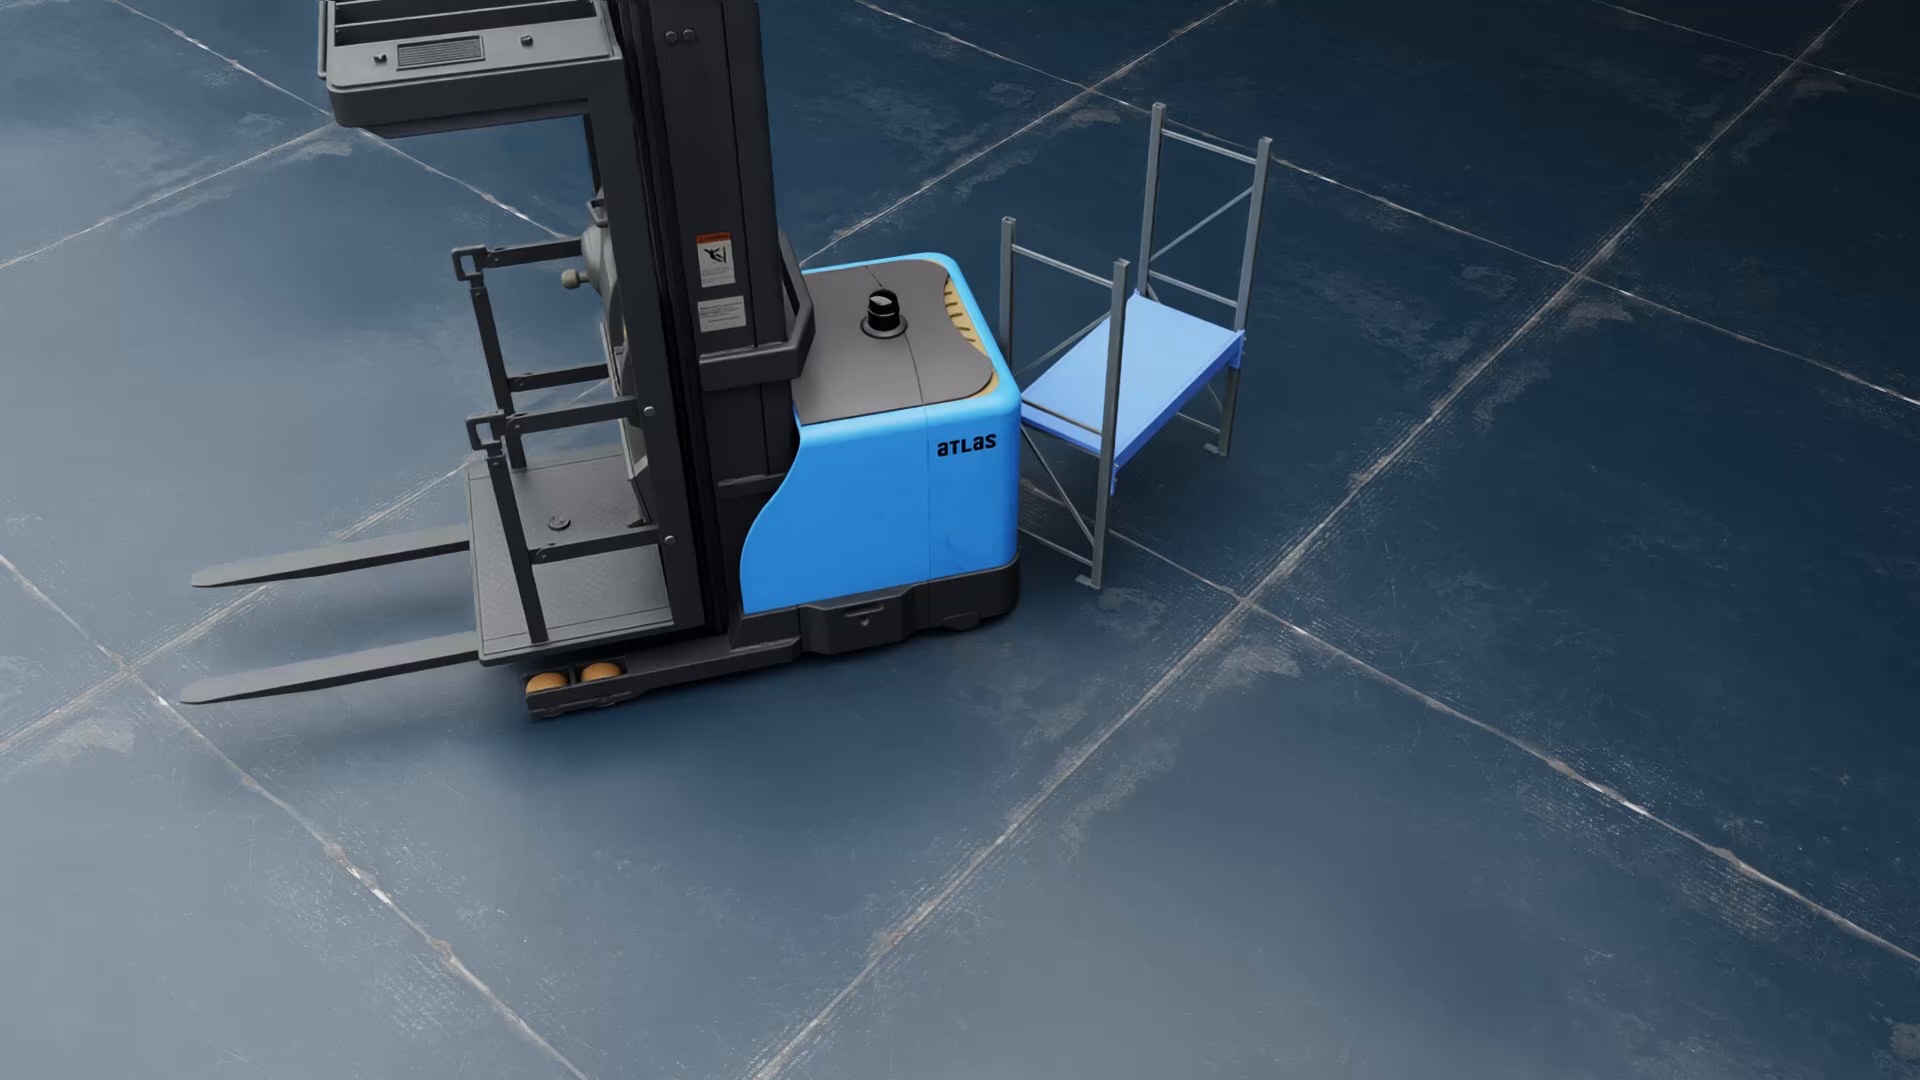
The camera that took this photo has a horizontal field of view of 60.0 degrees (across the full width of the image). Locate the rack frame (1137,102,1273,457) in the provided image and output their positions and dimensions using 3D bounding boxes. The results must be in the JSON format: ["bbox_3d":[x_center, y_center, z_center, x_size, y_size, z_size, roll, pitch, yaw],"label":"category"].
[{"bbox_3d":[0.947,-1.017,6.753,0.500,1.500,0.032,26,48,26],"label":"rack frame"}]

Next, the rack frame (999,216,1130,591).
[{"bbox_3d":[0.355,-0.461,6.142,0.500,1.500,0.032,26,48,26],"label":"rack frame"}]

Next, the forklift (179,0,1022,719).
[{"bbox_3d":[-1.348,-0.837,5.492,3.031,2.935,1.130,-10,43,-11],"label":"forklift"}]

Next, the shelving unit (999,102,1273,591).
[{"bbox_3d":[0.651,-0.739,6.448,0.538,1.500,1.048,26,48,26],"label":"shelving unit"}]

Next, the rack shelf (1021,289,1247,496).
[{"bbox_3d":[0.651,-0.606,6.569,0.538,0.185,1.000,26,48,26],"label":"rack shelf"}]
